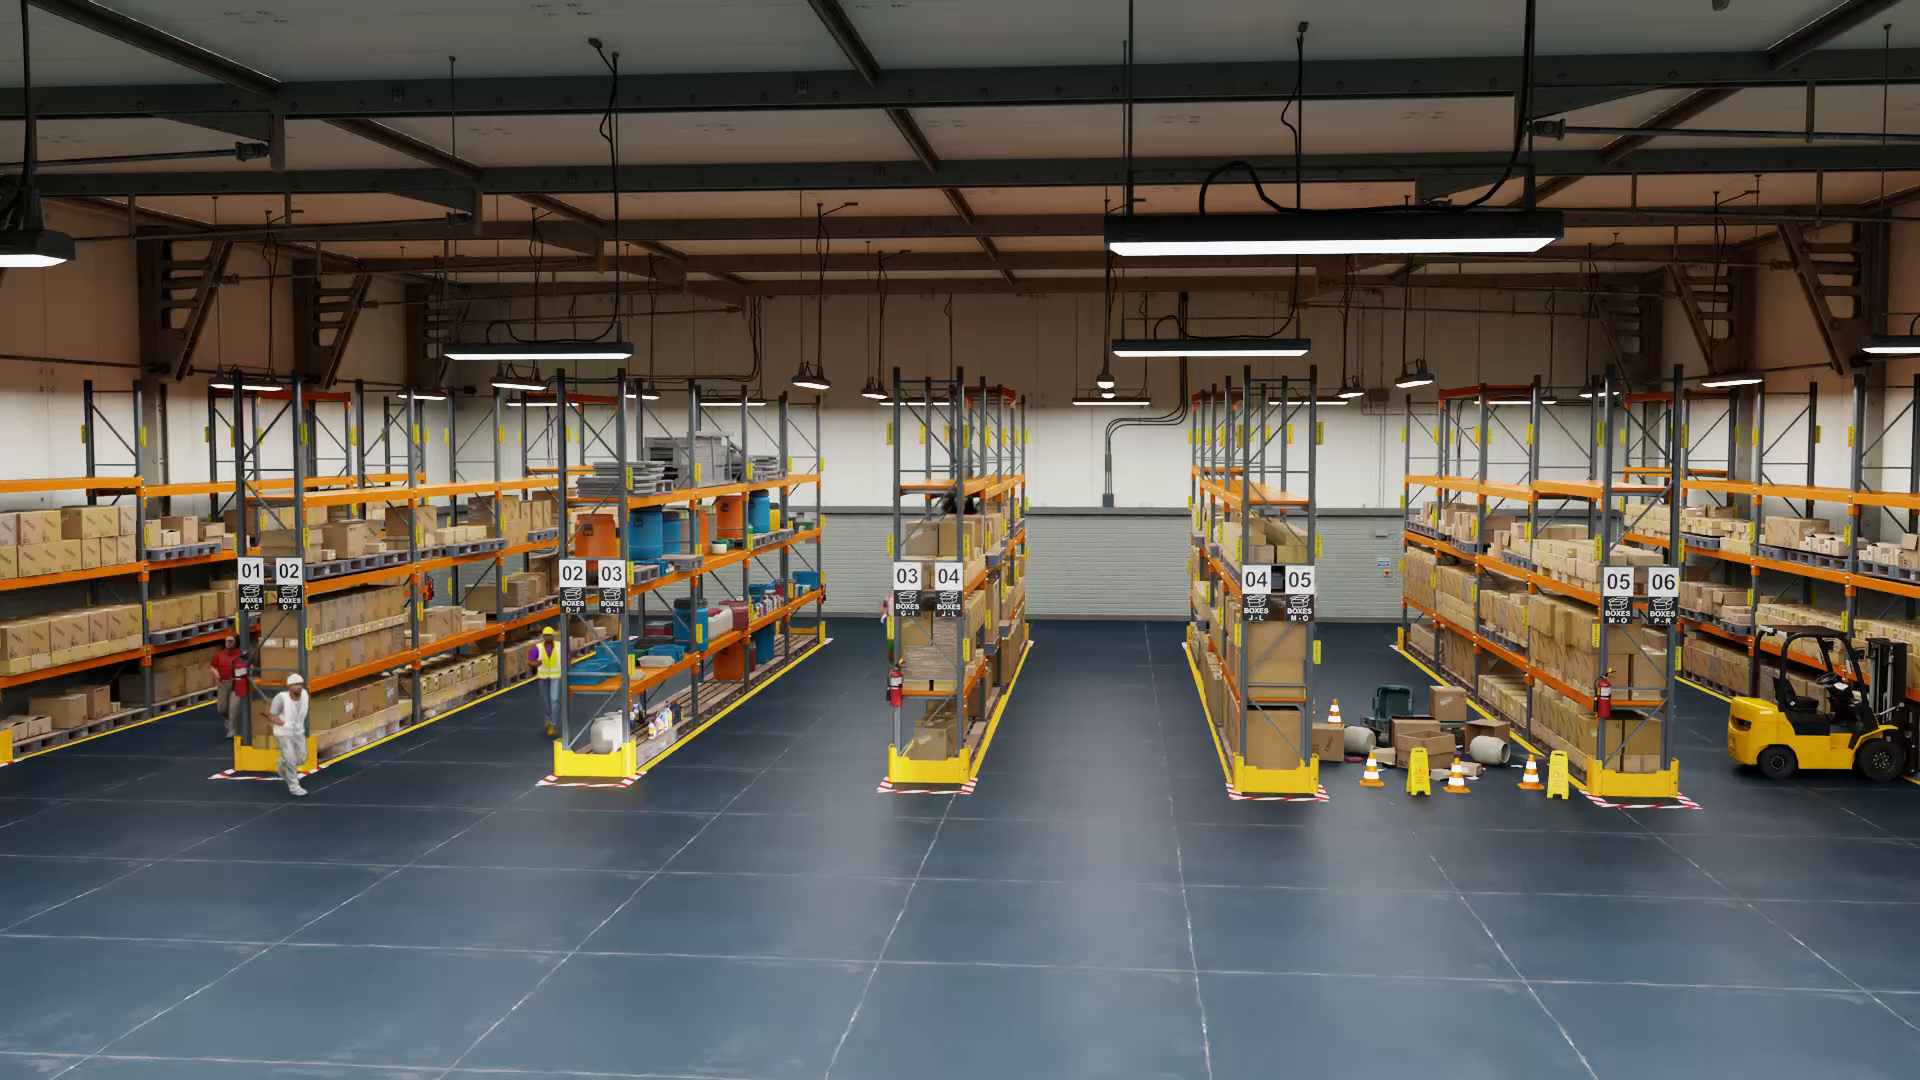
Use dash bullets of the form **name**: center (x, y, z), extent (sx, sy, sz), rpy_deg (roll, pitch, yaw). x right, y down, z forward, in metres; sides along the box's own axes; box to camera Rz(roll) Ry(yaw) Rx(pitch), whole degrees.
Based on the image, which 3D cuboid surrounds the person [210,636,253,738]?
- **person**: center (-12.167, 2.433, 27.779), extent (0.658, 1.683, 0.680), rpy_deg (-1, 4, -14)

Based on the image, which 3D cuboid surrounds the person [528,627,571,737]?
- **person**: center (-6.939, 2.354, 28.105), extent (0.680, 1.803, 0.897), rpy_deg (0, 4, -7)

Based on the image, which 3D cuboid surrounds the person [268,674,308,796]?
- **person**: center (-9.361, 2.709, 23.202), extent (0.769, 1.723, 0.670), rpy_deg (3, 5, 38)

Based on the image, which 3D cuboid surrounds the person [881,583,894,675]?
- **person**: center (-1.280, 1.746, 33.144), extent (0.651, 1.822, 0.894), rpy_deg (0, 4, 5)
